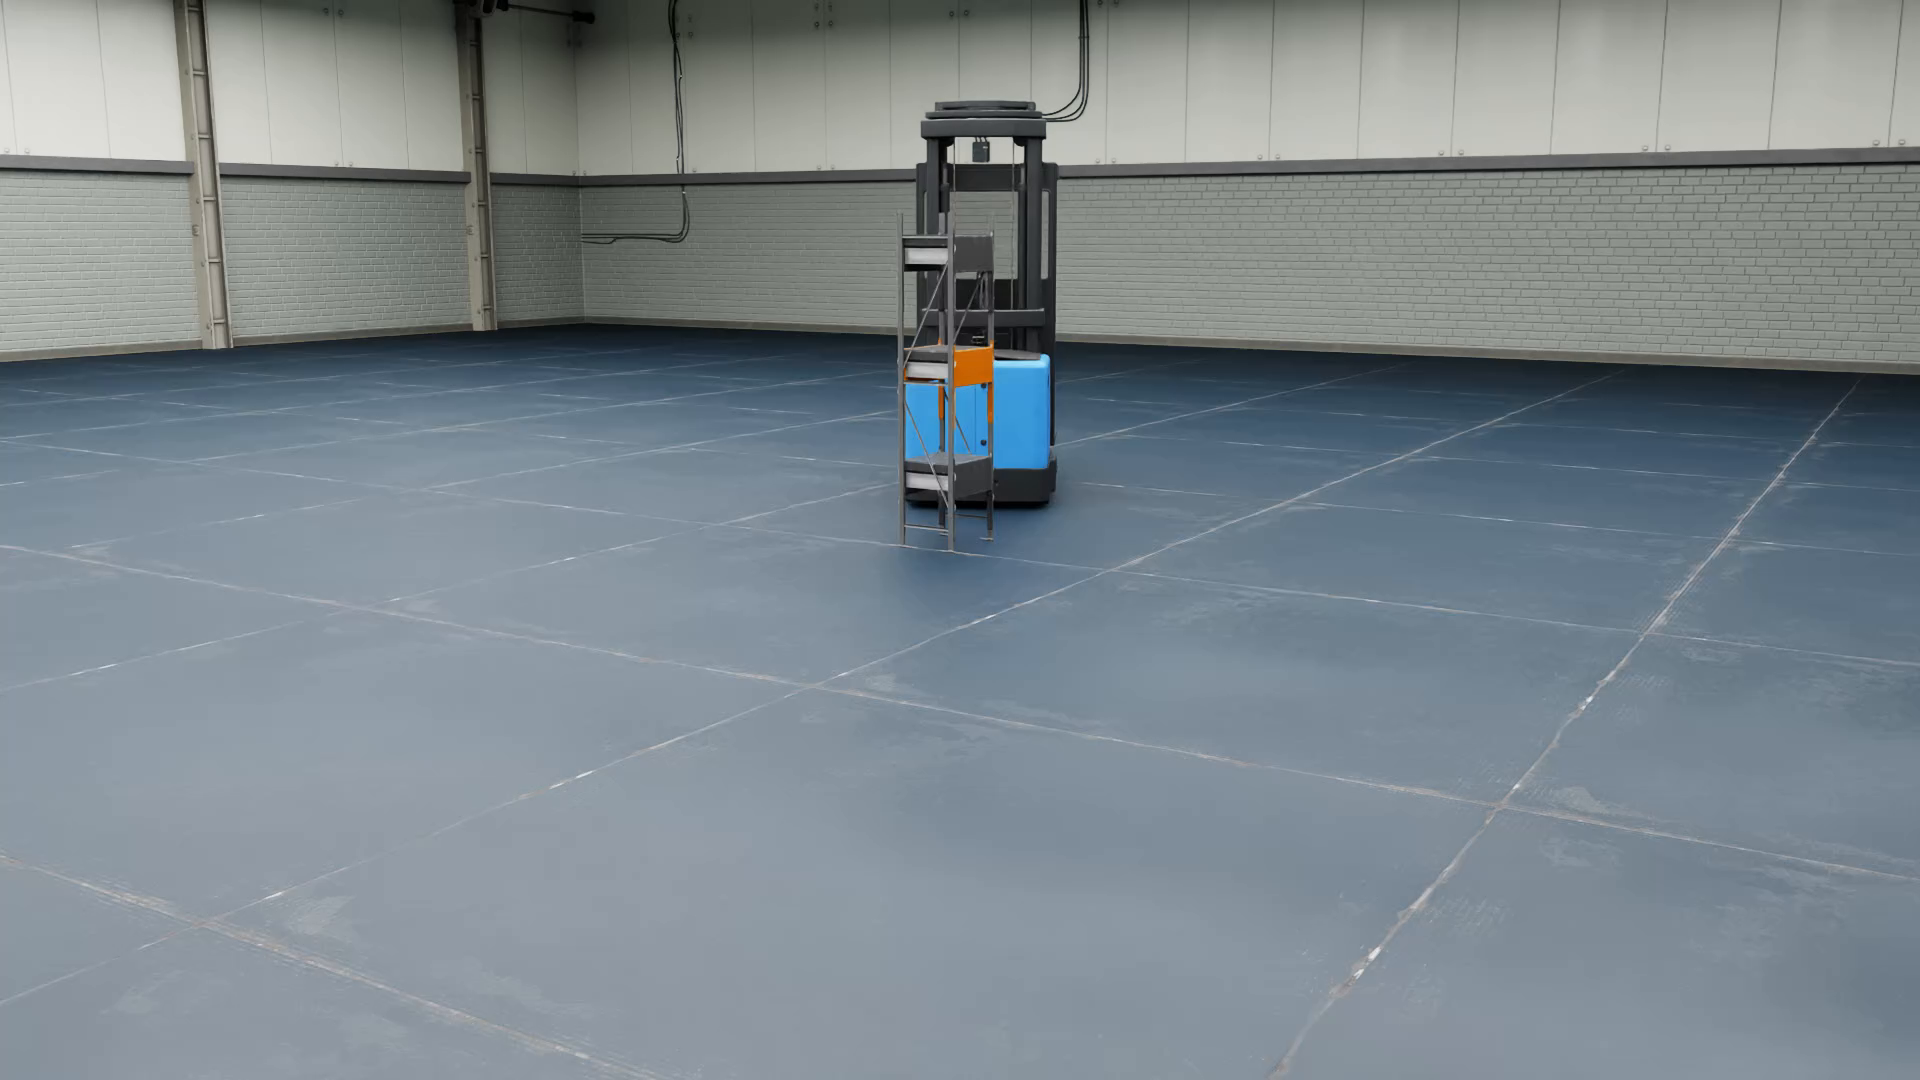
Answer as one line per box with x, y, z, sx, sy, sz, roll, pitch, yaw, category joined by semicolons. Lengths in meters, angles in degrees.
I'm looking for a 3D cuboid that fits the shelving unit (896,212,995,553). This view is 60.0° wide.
-0.086;-1.006;10.536;0.431;2.100;0.503;6;12;31;shelving unit

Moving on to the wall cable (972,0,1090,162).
1.228;-9.737;29.184;2.305;6.003;0.169;6;12;31;wall cable

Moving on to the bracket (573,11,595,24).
-7.788;-10.811;34.382;0.235;0.232;0.430;6;12;31;bracket

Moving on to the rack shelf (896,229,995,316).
-0.086;-1.681;10.410;0.431;0.518;0.480;6;12;31;rack shelf

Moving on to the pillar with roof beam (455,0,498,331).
-5.858;-8.227;30.358;9.100;9.000;0.548;6;12;31;pillar with roof beam

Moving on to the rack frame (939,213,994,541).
0.041;-1.044;10.741;0.400;2.100;0.015;6;12;31;rack frame

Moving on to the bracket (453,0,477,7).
-9.449;-10.308;31.694;0.235;0.232;0.430;6;12;31;bracket

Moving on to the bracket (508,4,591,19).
-8.095;-10.719;33.886;0.076;0.066;3.189;6;12;31;bracket

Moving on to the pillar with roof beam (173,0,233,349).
-8.973;-7.283;25.317;9.100;9.000;0.400;6;12;31;pillar with roof beam

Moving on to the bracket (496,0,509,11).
-9.018;-10.439;32.391;0.235;0.232;0.430;6;12;31;bracket

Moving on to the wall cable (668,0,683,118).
-4.565;-9.673;32.795;3.097;2.526;0.112;6;12;31;wall cable

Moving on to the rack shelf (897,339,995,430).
-0.086;-0.993;10.539;0.431;0.518;0.480;6;12;31;rack shelf

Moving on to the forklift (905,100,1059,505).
0.223;-1.926;13.192;1.130;2.935;3.031;1;11;4;forklift

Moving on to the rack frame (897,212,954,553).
-0.213;-0.968;10.331;0.400;2.100;0.015;6;12;31;rack frame

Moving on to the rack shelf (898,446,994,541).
-0.086;-0.305;10.668;0.431;0.518;0.480;6;12;31;rack shelf

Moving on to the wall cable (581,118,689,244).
-6.878;-7.449;34.640;3.097;2.526;0.112;6;12;31;wall cable
